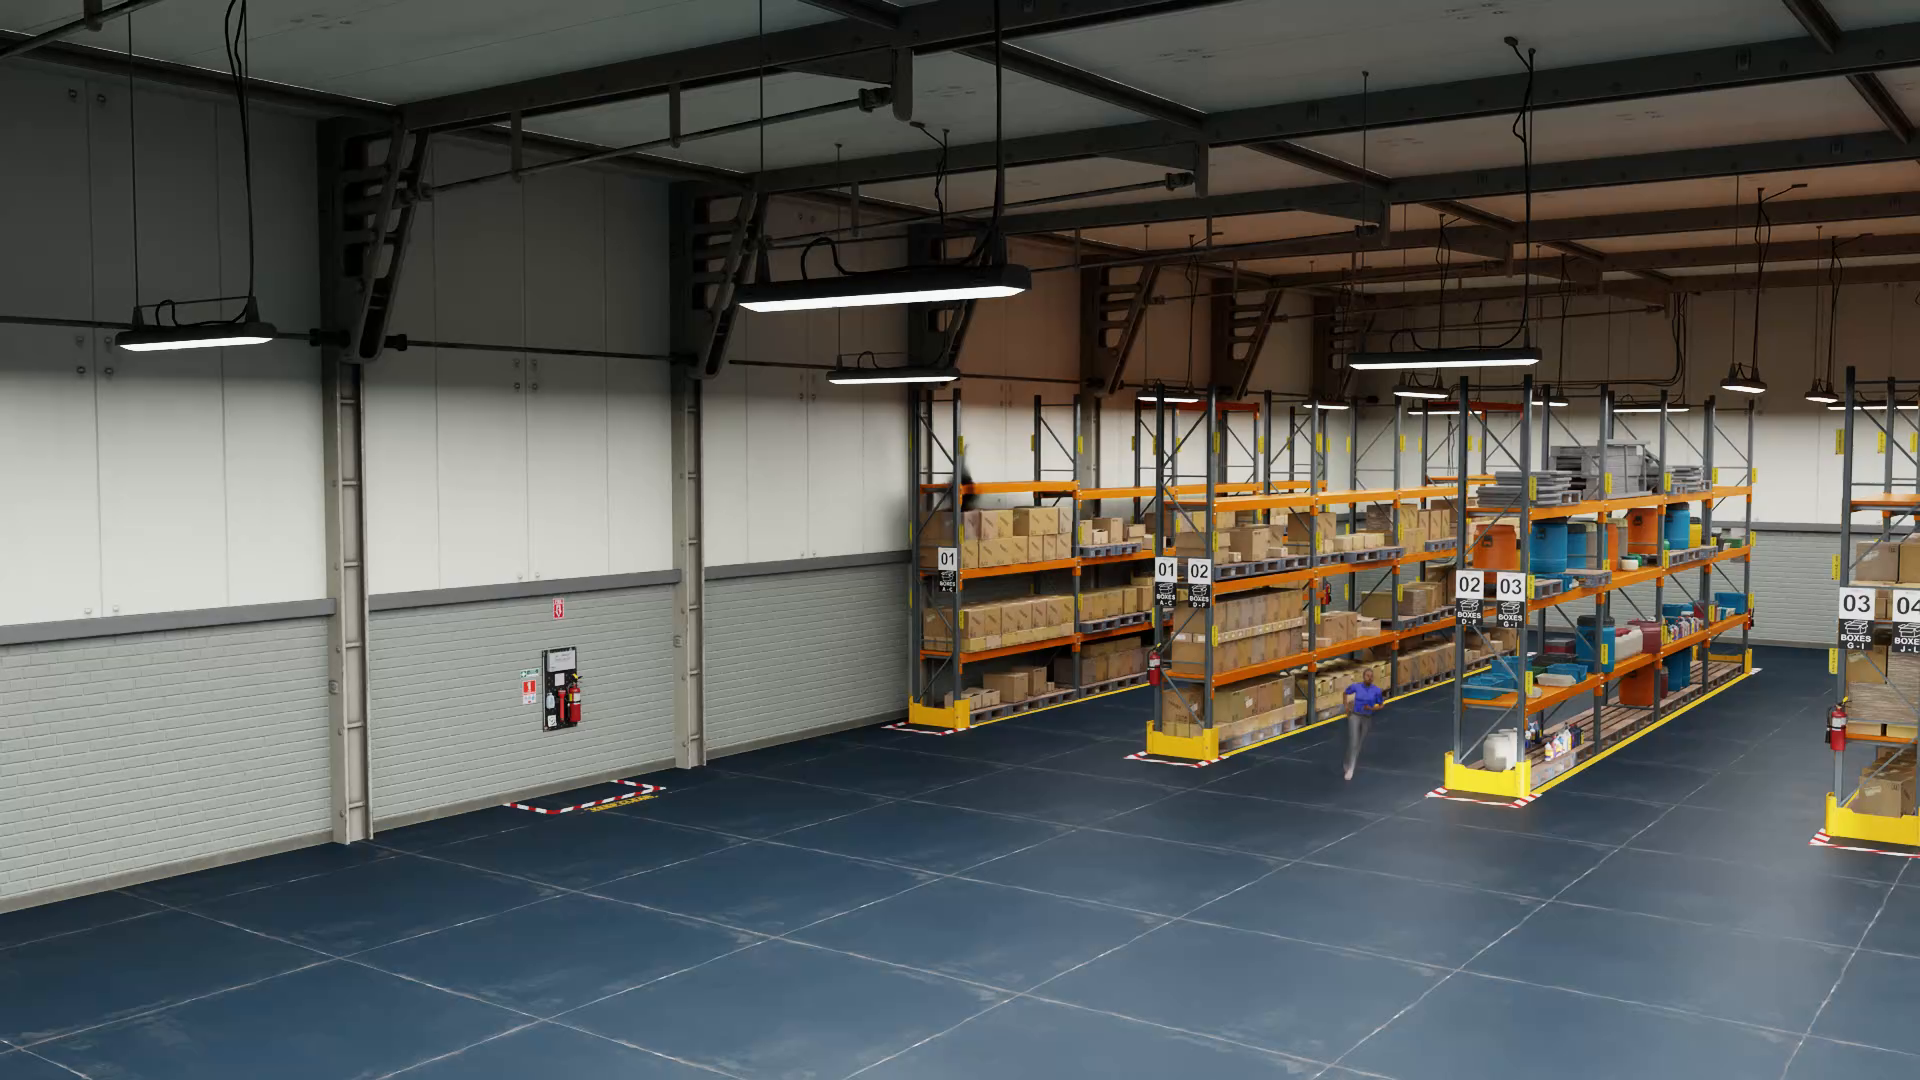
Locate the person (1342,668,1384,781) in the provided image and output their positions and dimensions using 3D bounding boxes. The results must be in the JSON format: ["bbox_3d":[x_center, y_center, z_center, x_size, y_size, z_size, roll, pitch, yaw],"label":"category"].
[{"bbox_3d":[6.047,2.767,25.149,0.625,1.688,0.683,0,3,-4],"label":"person"}]
